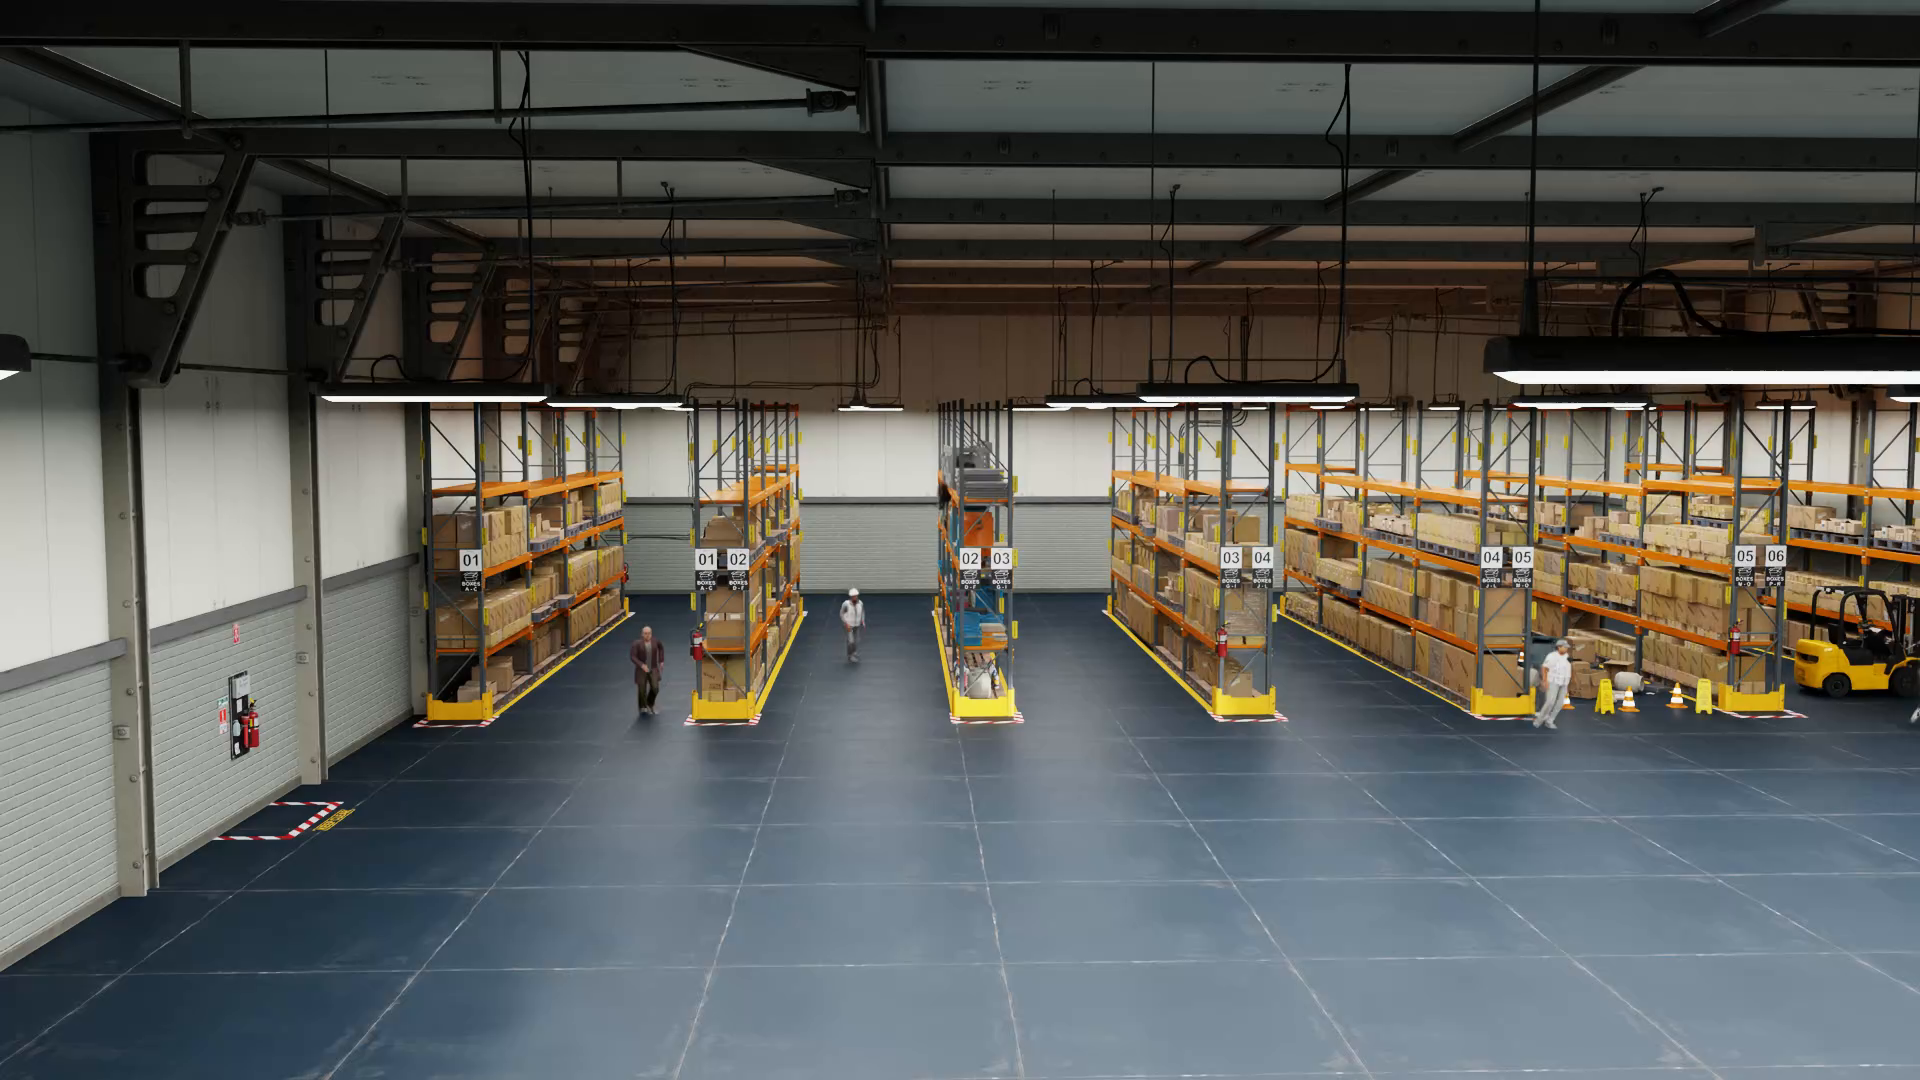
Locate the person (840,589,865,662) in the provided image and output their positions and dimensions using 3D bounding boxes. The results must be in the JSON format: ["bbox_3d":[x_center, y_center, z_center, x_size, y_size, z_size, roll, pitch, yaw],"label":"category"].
[{"bbox_3d":[-2.515,1.959,38.505,0.648,1.715,0.800,-3,5,-33],"label":"person"}]

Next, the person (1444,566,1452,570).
[{"bbox_3d":[15.059,1.002,51.034,0.907,1.649,0.570,-1,5,-17],"label":"person"}]

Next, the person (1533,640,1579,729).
[{"bbox_3d":[10.792,2.630,30.150,0.738,1.659,0.601,-2,5,-21],"label":"person"}]

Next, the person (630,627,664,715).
[{"bbox_3d":[-5.906,2.475,31.424,0.696,1.727,0.897,-2,5,-21],"label":"person"}]

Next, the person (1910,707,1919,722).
[{"bbox_3d":[17.718,2.659,30.194,0.633,1.533,0.611,0,4,-1],"label":"person"}]
